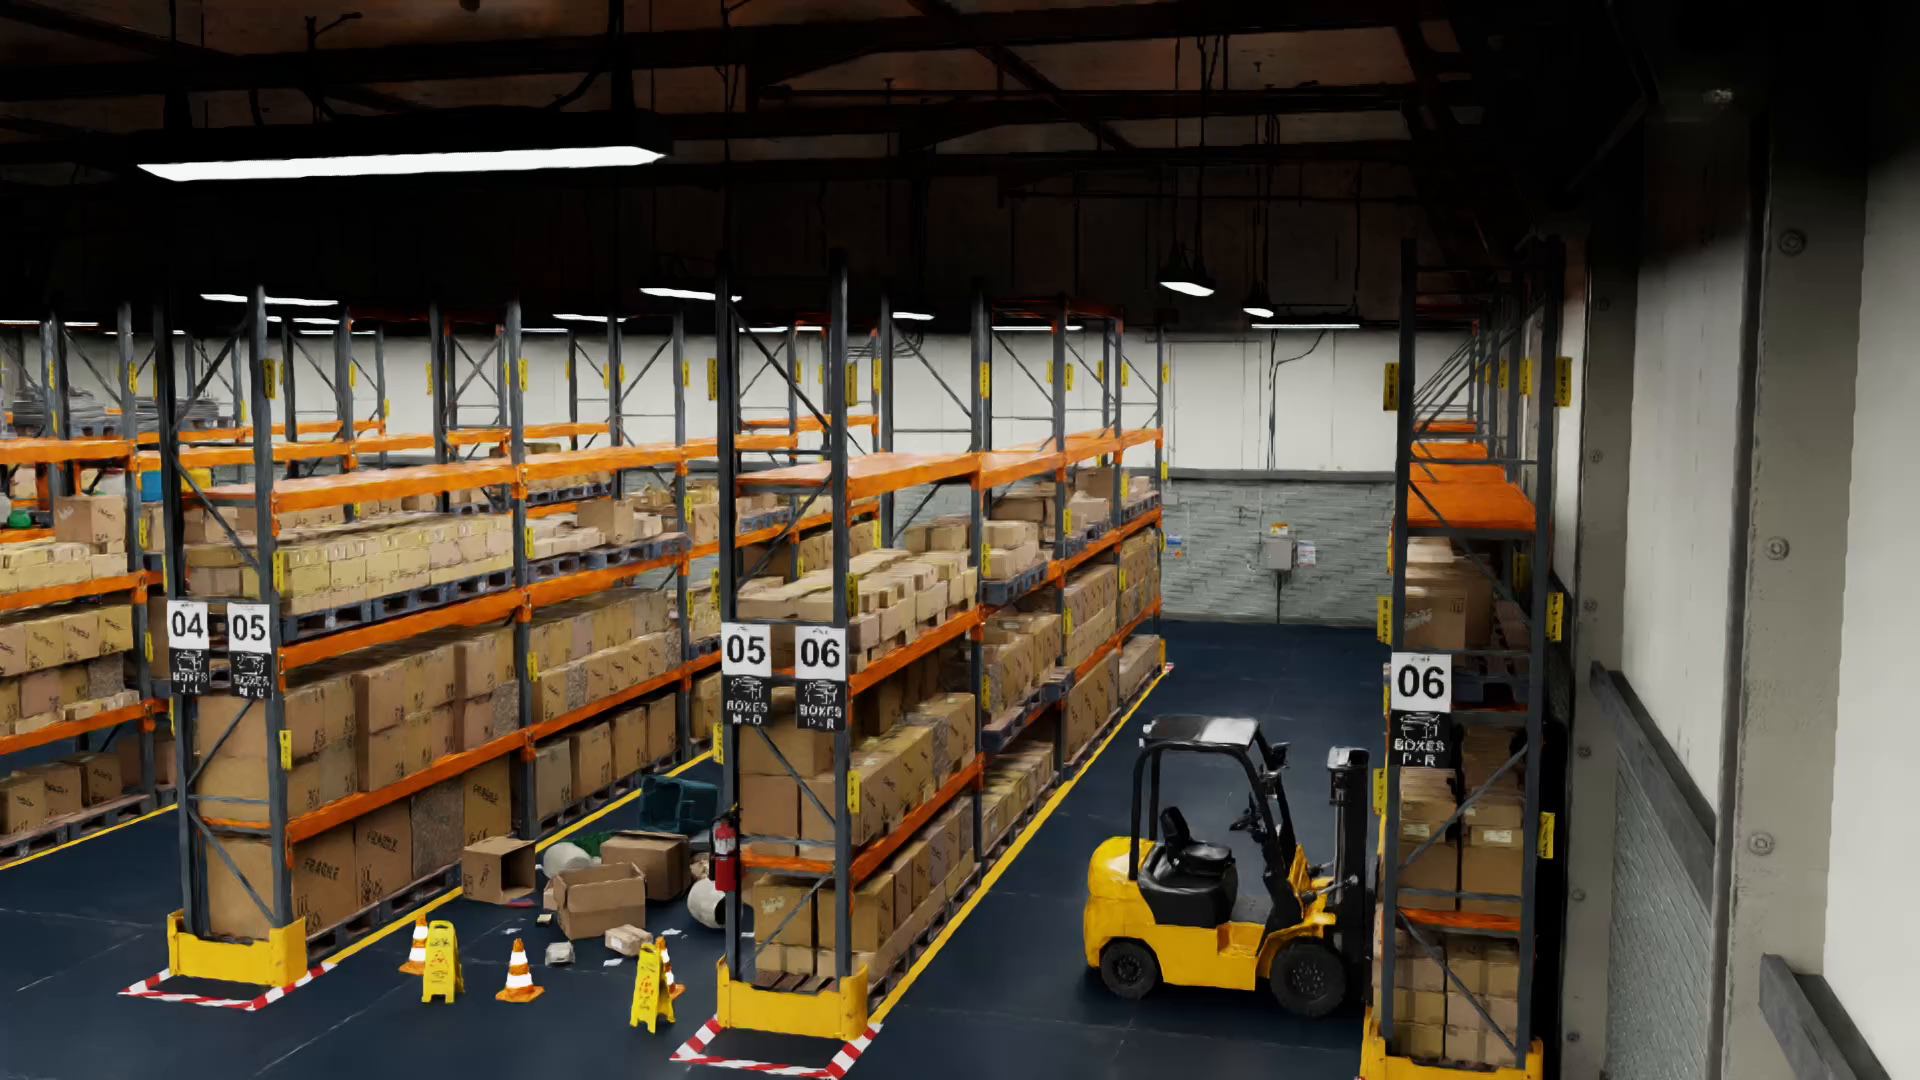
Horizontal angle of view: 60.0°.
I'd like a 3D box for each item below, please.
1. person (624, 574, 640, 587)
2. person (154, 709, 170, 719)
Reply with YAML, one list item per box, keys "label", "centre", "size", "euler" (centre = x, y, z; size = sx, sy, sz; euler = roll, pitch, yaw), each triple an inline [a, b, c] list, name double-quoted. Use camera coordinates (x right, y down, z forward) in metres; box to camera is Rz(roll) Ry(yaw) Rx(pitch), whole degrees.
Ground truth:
- label: "person"
  centre: [-5.680, 1.331, 28.785]
  size: [0.447, 1.560, 1.088]
  euler: [2, 6, 17]
- label: "person"
  centre: [-11.633, 1.787, 24.111]
  size: [0.435, 1.671, 0.492]
  euler: [-1, 6, -10]
